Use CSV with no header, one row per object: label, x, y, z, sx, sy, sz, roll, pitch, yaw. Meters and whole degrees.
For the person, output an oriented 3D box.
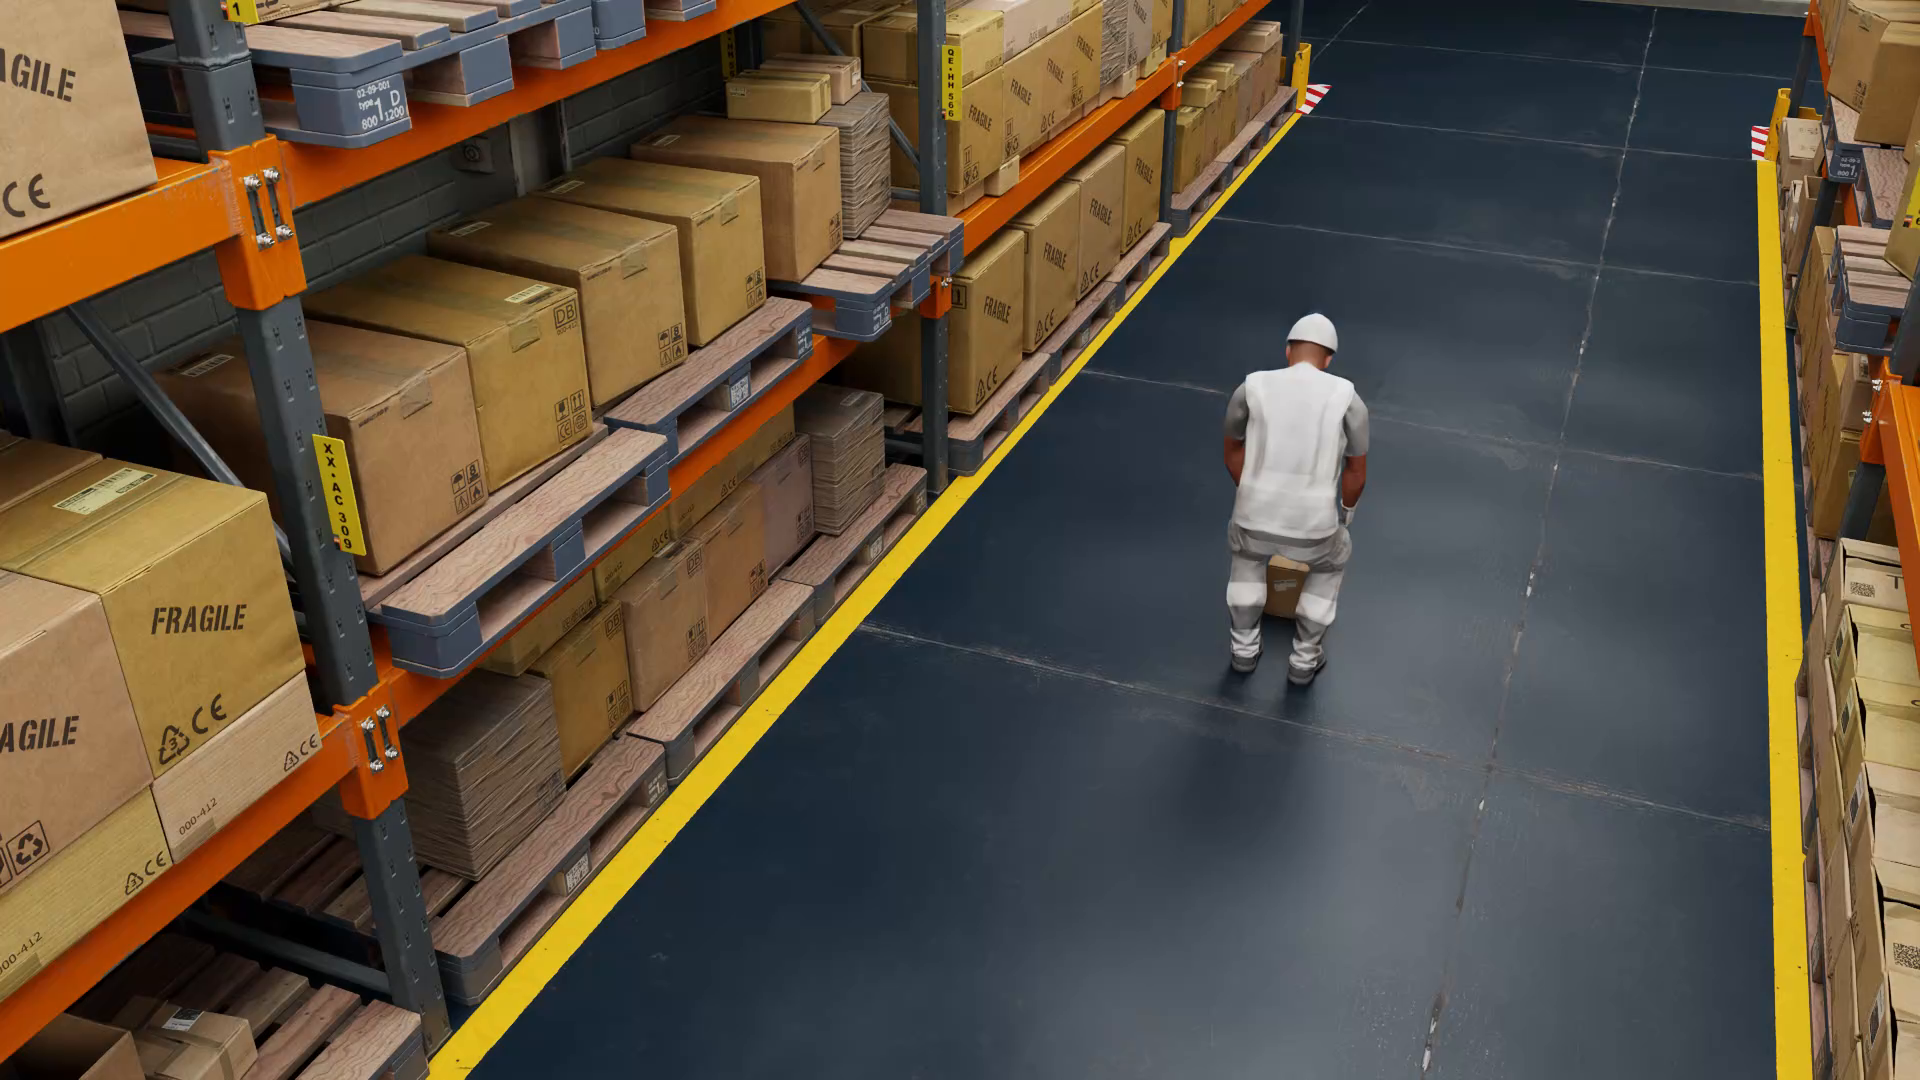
person,1.316,-0.151,6.726,0.583,1.442,0.750,11,31,19
